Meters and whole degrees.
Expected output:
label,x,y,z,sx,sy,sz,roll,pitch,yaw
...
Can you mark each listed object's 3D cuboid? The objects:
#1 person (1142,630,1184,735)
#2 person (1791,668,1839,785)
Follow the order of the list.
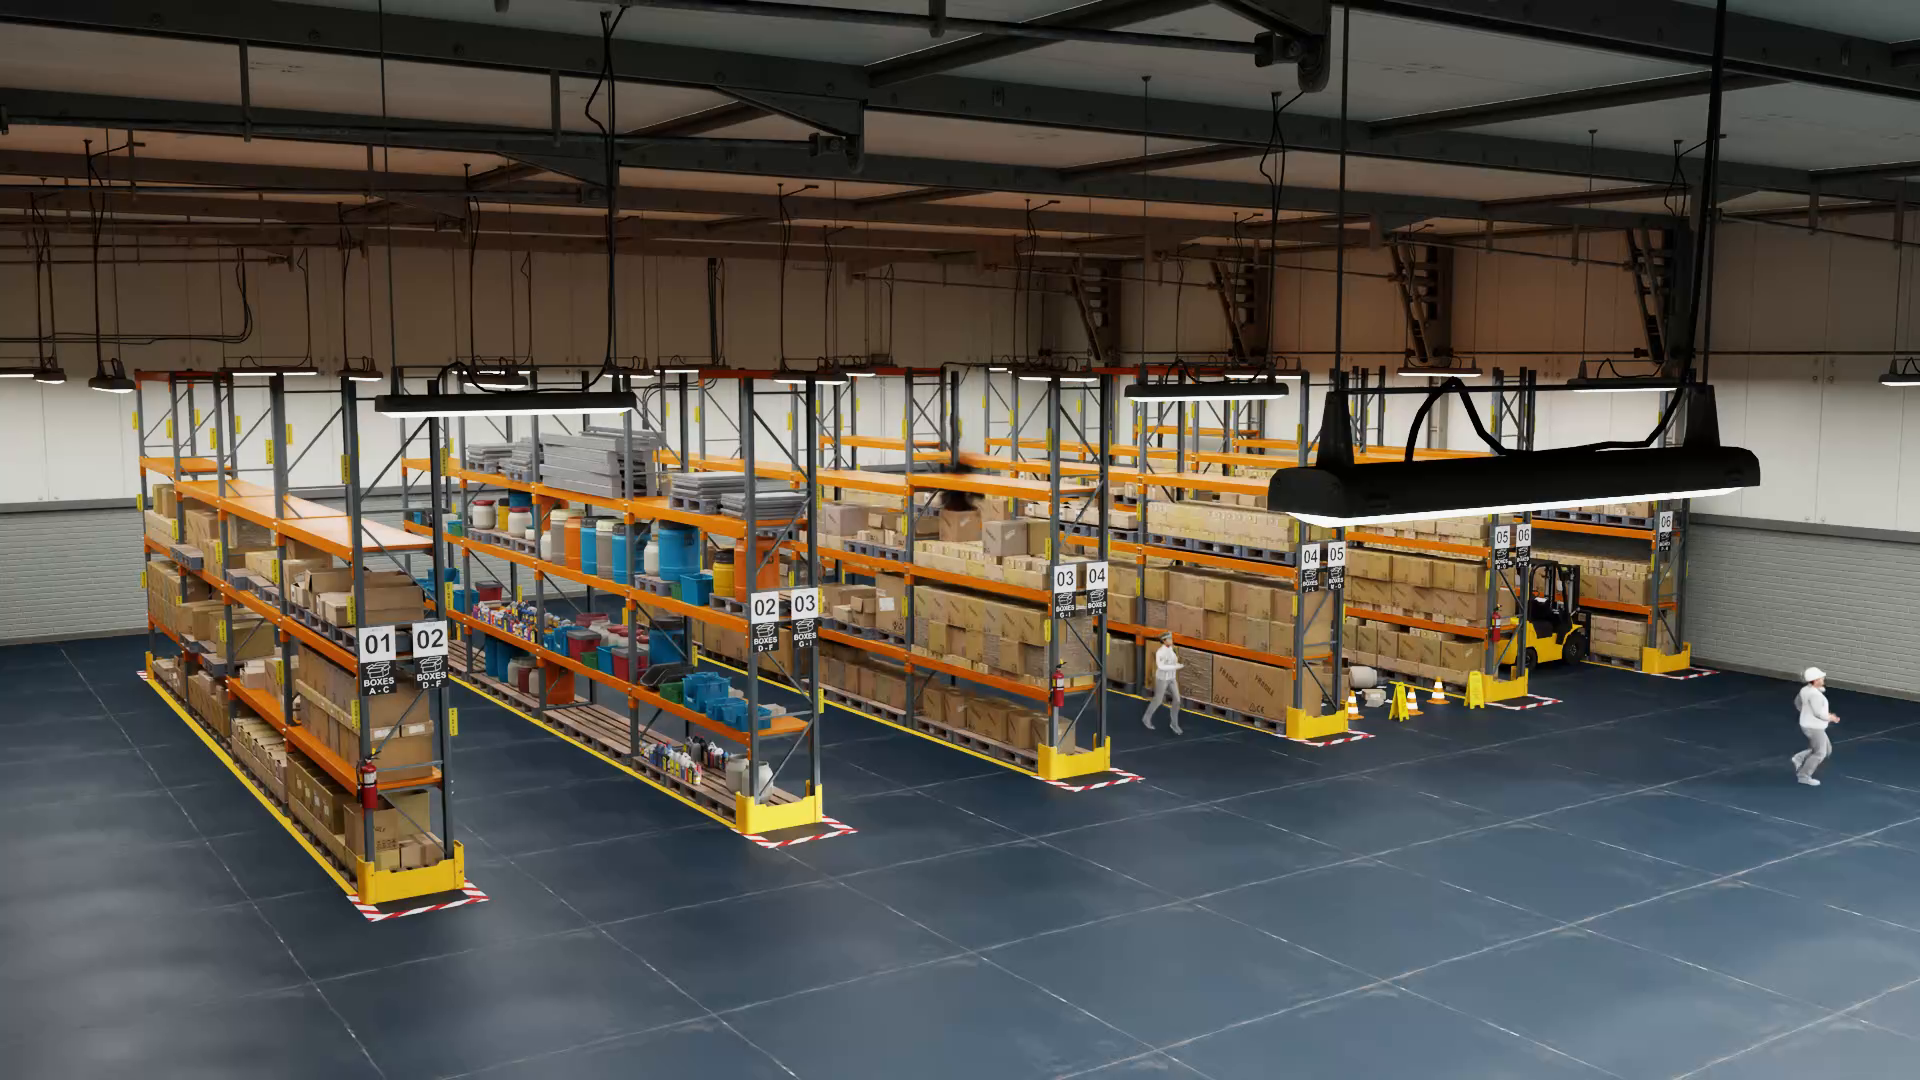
label,x,y,z,sx,sy,sz,roll,pitch,yaw
person,3.395,2.365,27.688,0.786,1.764,0.600,6,9,41
person,12.556,2.726,24.386,0.571,1.731,0.643,2,7,13
